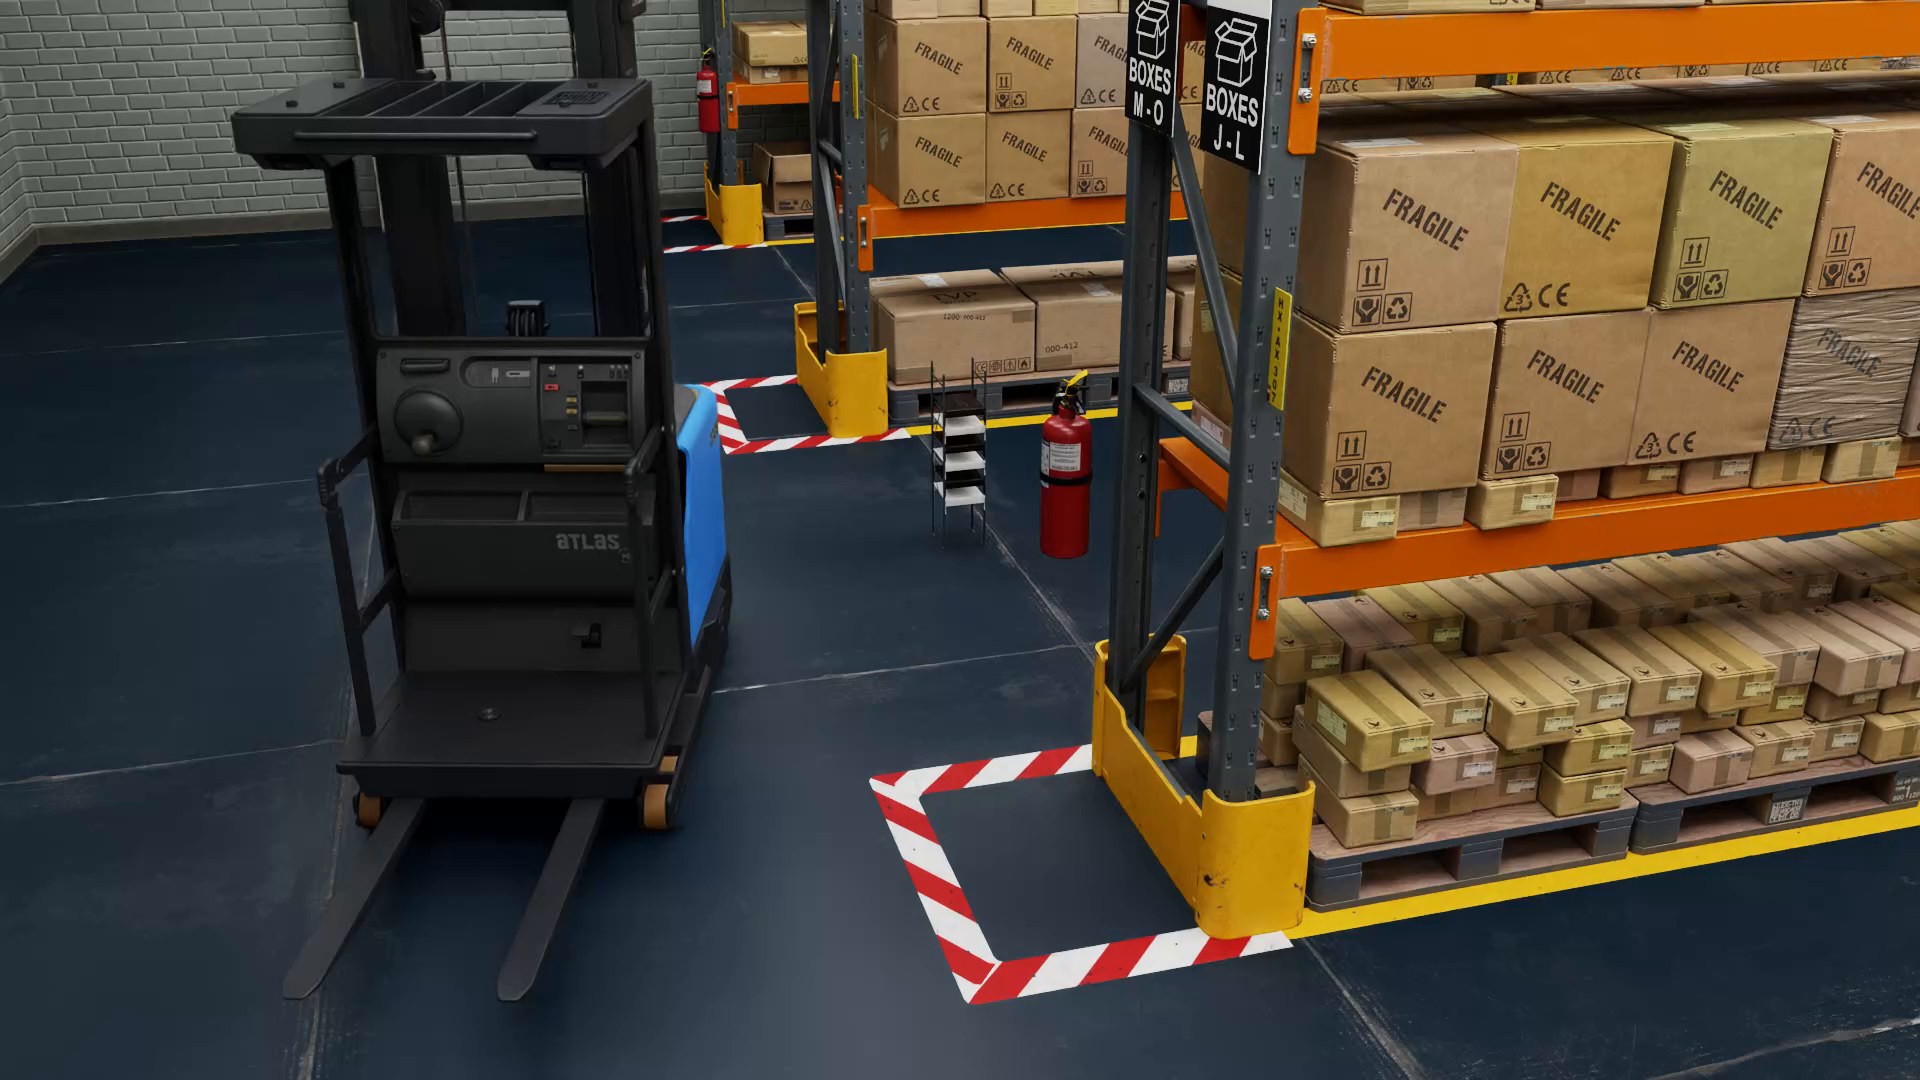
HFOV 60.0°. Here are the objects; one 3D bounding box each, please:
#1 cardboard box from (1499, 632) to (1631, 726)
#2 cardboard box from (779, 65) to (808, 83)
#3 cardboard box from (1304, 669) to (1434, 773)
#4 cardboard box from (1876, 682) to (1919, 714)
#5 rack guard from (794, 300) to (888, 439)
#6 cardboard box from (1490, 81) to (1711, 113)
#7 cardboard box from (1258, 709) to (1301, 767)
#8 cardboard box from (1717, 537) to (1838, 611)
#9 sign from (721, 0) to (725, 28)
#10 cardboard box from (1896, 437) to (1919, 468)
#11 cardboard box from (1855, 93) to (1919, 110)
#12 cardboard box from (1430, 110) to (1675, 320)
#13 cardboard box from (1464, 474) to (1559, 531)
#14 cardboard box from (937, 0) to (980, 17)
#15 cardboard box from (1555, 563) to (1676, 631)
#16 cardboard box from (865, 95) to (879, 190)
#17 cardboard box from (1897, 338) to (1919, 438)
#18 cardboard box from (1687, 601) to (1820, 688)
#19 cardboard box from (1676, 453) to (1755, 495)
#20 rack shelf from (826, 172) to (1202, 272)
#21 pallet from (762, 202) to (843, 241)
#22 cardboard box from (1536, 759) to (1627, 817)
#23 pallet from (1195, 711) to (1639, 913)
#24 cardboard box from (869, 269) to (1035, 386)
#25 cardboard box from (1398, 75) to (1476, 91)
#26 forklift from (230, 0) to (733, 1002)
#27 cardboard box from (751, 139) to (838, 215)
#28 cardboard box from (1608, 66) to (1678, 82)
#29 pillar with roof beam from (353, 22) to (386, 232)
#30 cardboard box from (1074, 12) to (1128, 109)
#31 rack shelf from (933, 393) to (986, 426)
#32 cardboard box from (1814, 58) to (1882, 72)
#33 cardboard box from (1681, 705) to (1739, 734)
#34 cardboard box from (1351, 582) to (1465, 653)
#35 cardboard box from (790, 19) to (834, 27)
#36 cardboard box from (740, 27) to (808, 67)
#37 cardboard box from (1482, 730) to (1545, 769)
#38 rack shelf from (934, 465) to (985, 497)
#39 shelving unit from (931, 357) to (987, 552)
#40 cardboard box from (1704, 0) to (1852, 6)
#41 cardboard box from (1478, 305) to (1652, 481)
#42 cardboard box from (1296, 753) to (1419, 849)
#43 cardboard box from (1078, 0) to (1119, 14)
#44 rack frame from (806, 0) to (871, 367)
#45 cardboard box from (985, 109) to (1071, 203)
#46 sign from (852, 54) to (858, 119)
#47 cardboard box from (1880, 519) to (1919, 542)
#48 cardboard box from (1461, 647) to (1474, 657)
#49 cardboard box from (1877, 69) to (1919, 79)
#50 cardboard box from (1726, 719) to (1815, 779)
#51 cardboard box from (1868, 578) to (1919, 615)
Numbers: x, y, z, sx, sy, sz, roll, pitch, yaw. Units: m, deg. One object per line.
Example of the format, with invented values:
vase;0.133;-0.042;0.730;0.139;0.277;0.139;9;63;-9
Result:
cardboard box;2.052;0.473;5.672;0.250;0.149;0.380;-8;24;-17
cardboard box;-1.427;-3.946;13.960;0.250;0.149;0.380;-6;24;-13
cardboard box;1.325;0.584;5.413;0.250;0.149;0.380;-7;24;-17
cardboard box;3.344;0.469;6.059;0.250;0.149;0.380;-6;24;-13
rack guard;-0.729;-1.050;10.063;0.348;0.500;1.175;-6;24;-14
cardboard box;2.088;-1.231;5.543;0.500;0.500;0.500;-5;24;-12
cardboard box;1.180;0.649;6.016;0.250;0.149;0.380;-6;24;-13
cardboard box;3.169;0.128;6.476;0.250;0.149;0.380;-6;24;-13
sign;-1.903;-4.277;13.317;0.005;0.325;0.100;-6;24;-14
cardboard box;3.109;-0.384;5.660;0.250;0.149;0.380;-7;24;-15
cardboard box;3.208;-1.142;5.335;0.500;0.500;0.500;-6;24;-13
cardboard box;1.717;-0.978;4.953;0.500;0.500;0.500;-6;24;-13
cardboard box;1.637;-0.179;5.181;0.250;0.149;0.380;-7;24;-16
cardboard box;-0.056;-2.993;9.203;0.250;0.149;0.380;-6;24;-13
cardboard box;2.437;0.238;6.219;0.250;0.149;0.380;-7;24;-16
cardboard box;-0.312;-2.399;9.911;0.500;0.500;0.500;-6;24;-14
cardboard box;3.211;-0.675;5.516;0.500;0.500;0.500;-6;24;-15
cardboard box;2.803;0.373;5.904;0.250;0.149;0.380;-6;24;-14
cardboard box;2.362;-0.293;5.448;0.250;0.149;0.380;-7;24;-15
rack shelf;1.220;-2.084;10.215;4.000;0.370;1.077;-6;24;-14
pallet;-1.209;-2.897;14.735;1.213;0.211;1.003;-6;24;-14
cardboard box;2.063;0.776;5.719;0.250;0.149;0.380;-6;24;-14
pallet;1.594;0.867;5.961;1.213;0.211;1.003;-6;24;-14
cardboard box;-0.097;-1.325;10.251;0.875;0.438;0.875;-7;24;-16
cardboard box;2.766;-2.978;9.991;0.500;0.500;0.500;-7;24;-15
forklift;-1.555;-0.448;5.577;1.130;2.935;3.031;0;23;1
cardboard box;-1.435;-3.160;14.445;0.637;0.503;0.797;-7;24;-16
cardboard box;4.130;-3.135;10.358;0.500;0.500;0.500;-6;24;-15
pillar with roof beam;-3.726;-5.263;9.103;0.400;9.000;9.100;-6;24;-14
cardboard box;0.823;-2.765;9.496;0.500;0.500;0.500;-6;24;-15
rack shelf;-0.008;-0.630;7.977;0.200;0.077;0.258;-6;24;-14
cardboard box;5.598;-3.296;10.733;0.500;0.500;0.500;-6;24;-14
cardboard box;2.550;0.527;5.924;0.250;0.149;0.380;-5;24;-12
cardboard box;1.643;0.278;6.127;0.250;0.149;0.380;-7;24;-16
cardboard box;-1.182;-4.357;14.414;0.500;0.250;0.500;-6;24;-14
cardboard box;-1.540;-4.099;13.812;0.500;0.250;0.500;-6;24;-14
cardboard box;1.794;0.622;5.702;0.250;0.149;0.380;-6;24;-14
rack shelf;-0.008;-0.299;8.119;0.200;0.077;0.258;-6;24;-14
shelving unit;-0.008;-0.413;8.071;0.210;0.900;0.258;-6;24;-14
cardboard box;2.231;-1.707;4.811;0.500;0.250;0.500;-7;24;-16
cardboard box;1.744;-0.525;5.166;0.500;0.500;0.500;-6;24;-14
cardboard box;1.320;0.850;5.548;0.250;0.149;0.380;-6;24;-13
cardboard box;0.713;-3.060;9.359;0.250;0.149;0.380;-6;24;-14
rack frame;-0.705;-2.201;9.576;0.127;3.000;1.000;-6;24;-14
cardboard box;0.314;-2.254;9.572;0.500;0.500;0.500;-7;24;-15
sign;-0.561;-2.424;8.897;0.005;0.325;0.100;-6;24;-14
cardboard box;3.912;0.050;6.658;0.250;0.149;0.380;-5;24;-12
cardboard box;1.947;0.437;6.132;0.250;0.149;0.380;-7;24;-15
cardboard box;3.585;-1.384;5.900;0.500;0.500;0.500;-7;24;-16
cardboard box;2.806;0.680;5.944;0.250;0.149;0.380;-6;24;-14
cardboard box;3.564;0.291;6.096;0.250;0.149;0.380;-6;24;-13
